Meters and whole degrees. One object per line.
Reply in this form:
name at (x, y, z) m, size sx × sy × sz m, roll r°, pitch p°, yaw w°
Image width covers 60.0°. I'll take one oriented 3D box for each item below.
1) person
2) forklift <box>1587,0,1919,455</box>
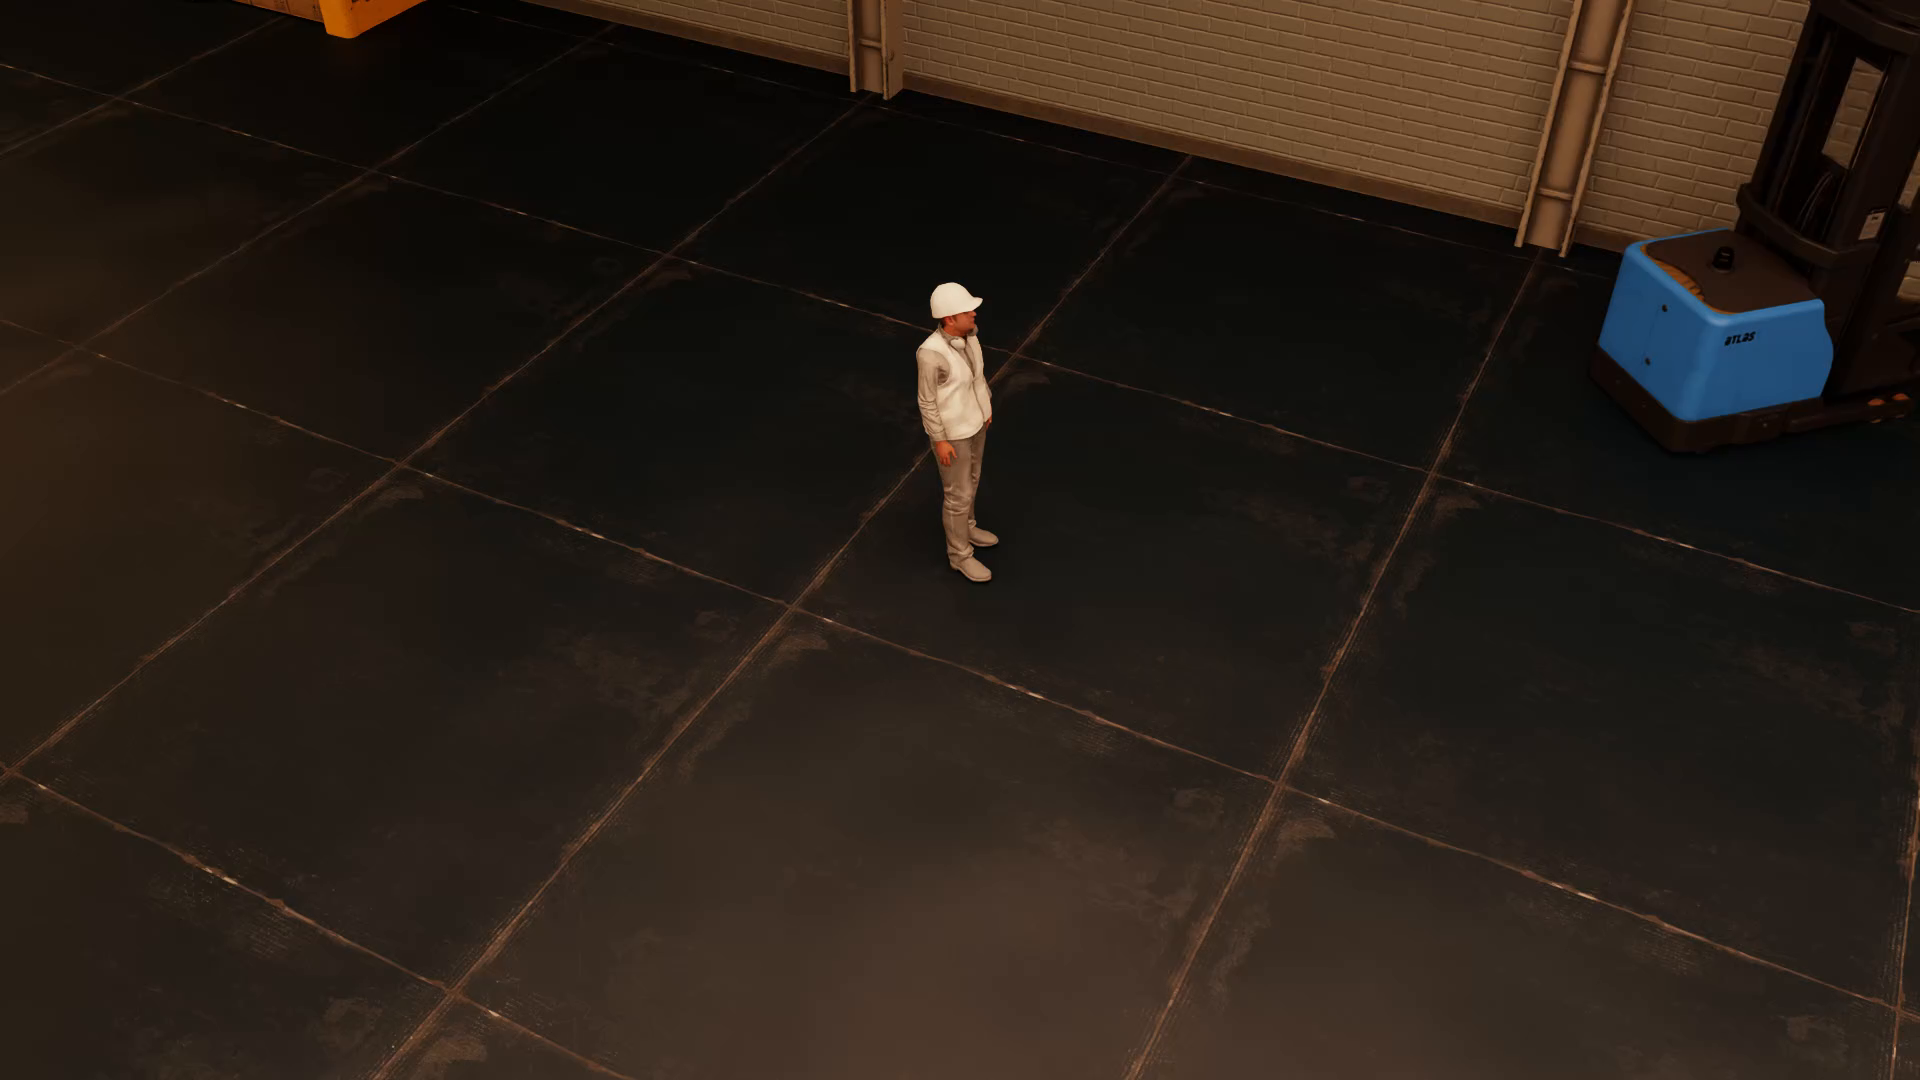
person at (0.053, -0.660, 9.660) m, size 0.566 × 1.770 × 0.634 m, roll 18°, pitch 43°, yaw 21°
forklift at (5.924, -2.224, 10.627) m, size 3.031 × 2.935 × 1.130 m, roll -11°, pitch 41°, yaw -13°
